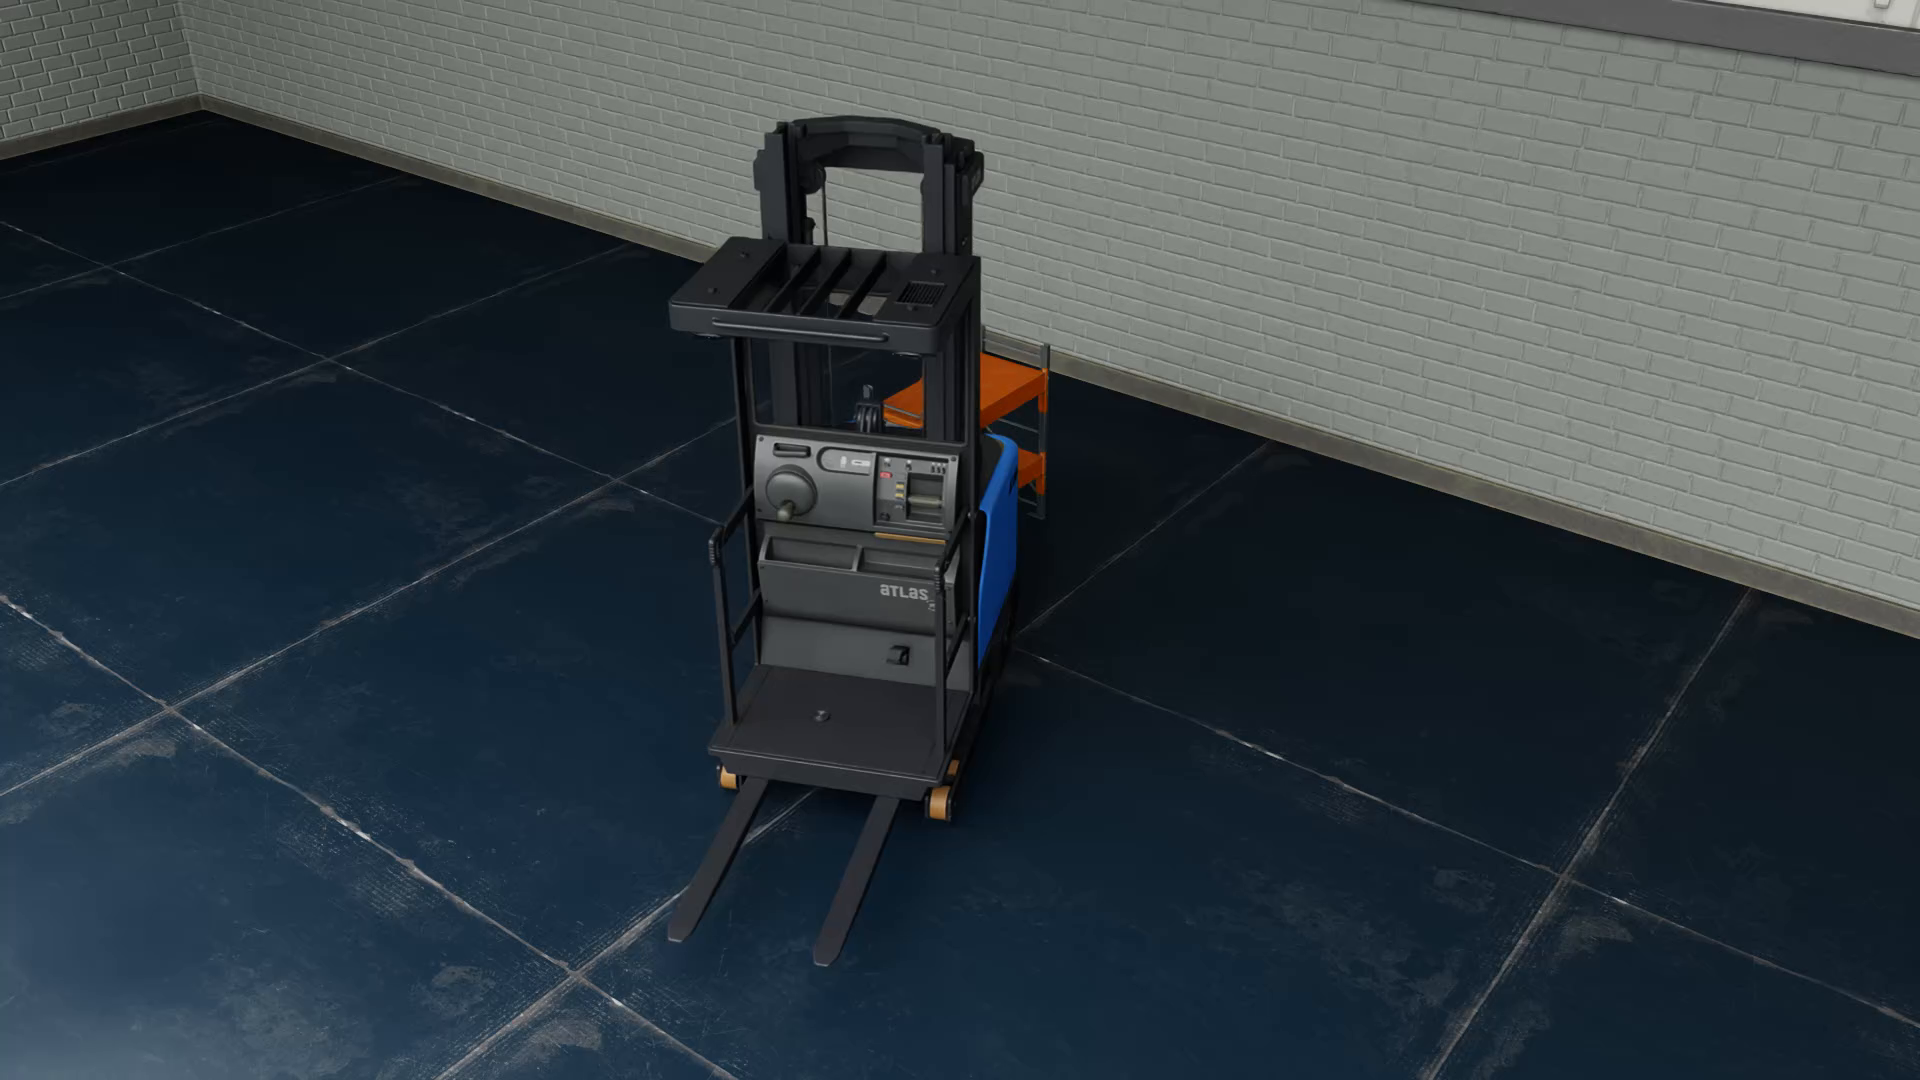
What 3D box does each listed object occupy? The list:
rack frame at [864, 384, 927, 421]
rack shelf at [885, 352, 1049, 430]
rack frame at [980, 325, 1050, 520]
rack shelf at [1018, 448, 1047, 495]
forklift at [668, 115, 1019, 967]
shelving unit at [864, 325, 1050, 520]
[{"bbox_3d":[-0.311,-0.275,9.110,0.500,1.125,0.032,21,37,31],"label":"rack frame"},{"bbox_3d":[-0.004,-0.733,9.309,0.538,0.278,1.000,21,37,31],"label":"rack shelf"},{"bbox_3d":[0.303,-0.688,9.807,0.500,1.125,0.032,21,37,31],"label":"rack frame"},{"bbox_3d":[-0.004,-0.271,9.583,0.538,0.278,1.000,21,37,31],"label":"rack shelf"},{"bbox_3d":[-0.508,-0.193,7.201,1.130,2.935,3.031,7,31,11],"label":"forklift"},{"bbox_3d":[-0.004,-0.481,9.459,0.538,1.125,1.048,21,37,31],"label":"shelving unit"}]
